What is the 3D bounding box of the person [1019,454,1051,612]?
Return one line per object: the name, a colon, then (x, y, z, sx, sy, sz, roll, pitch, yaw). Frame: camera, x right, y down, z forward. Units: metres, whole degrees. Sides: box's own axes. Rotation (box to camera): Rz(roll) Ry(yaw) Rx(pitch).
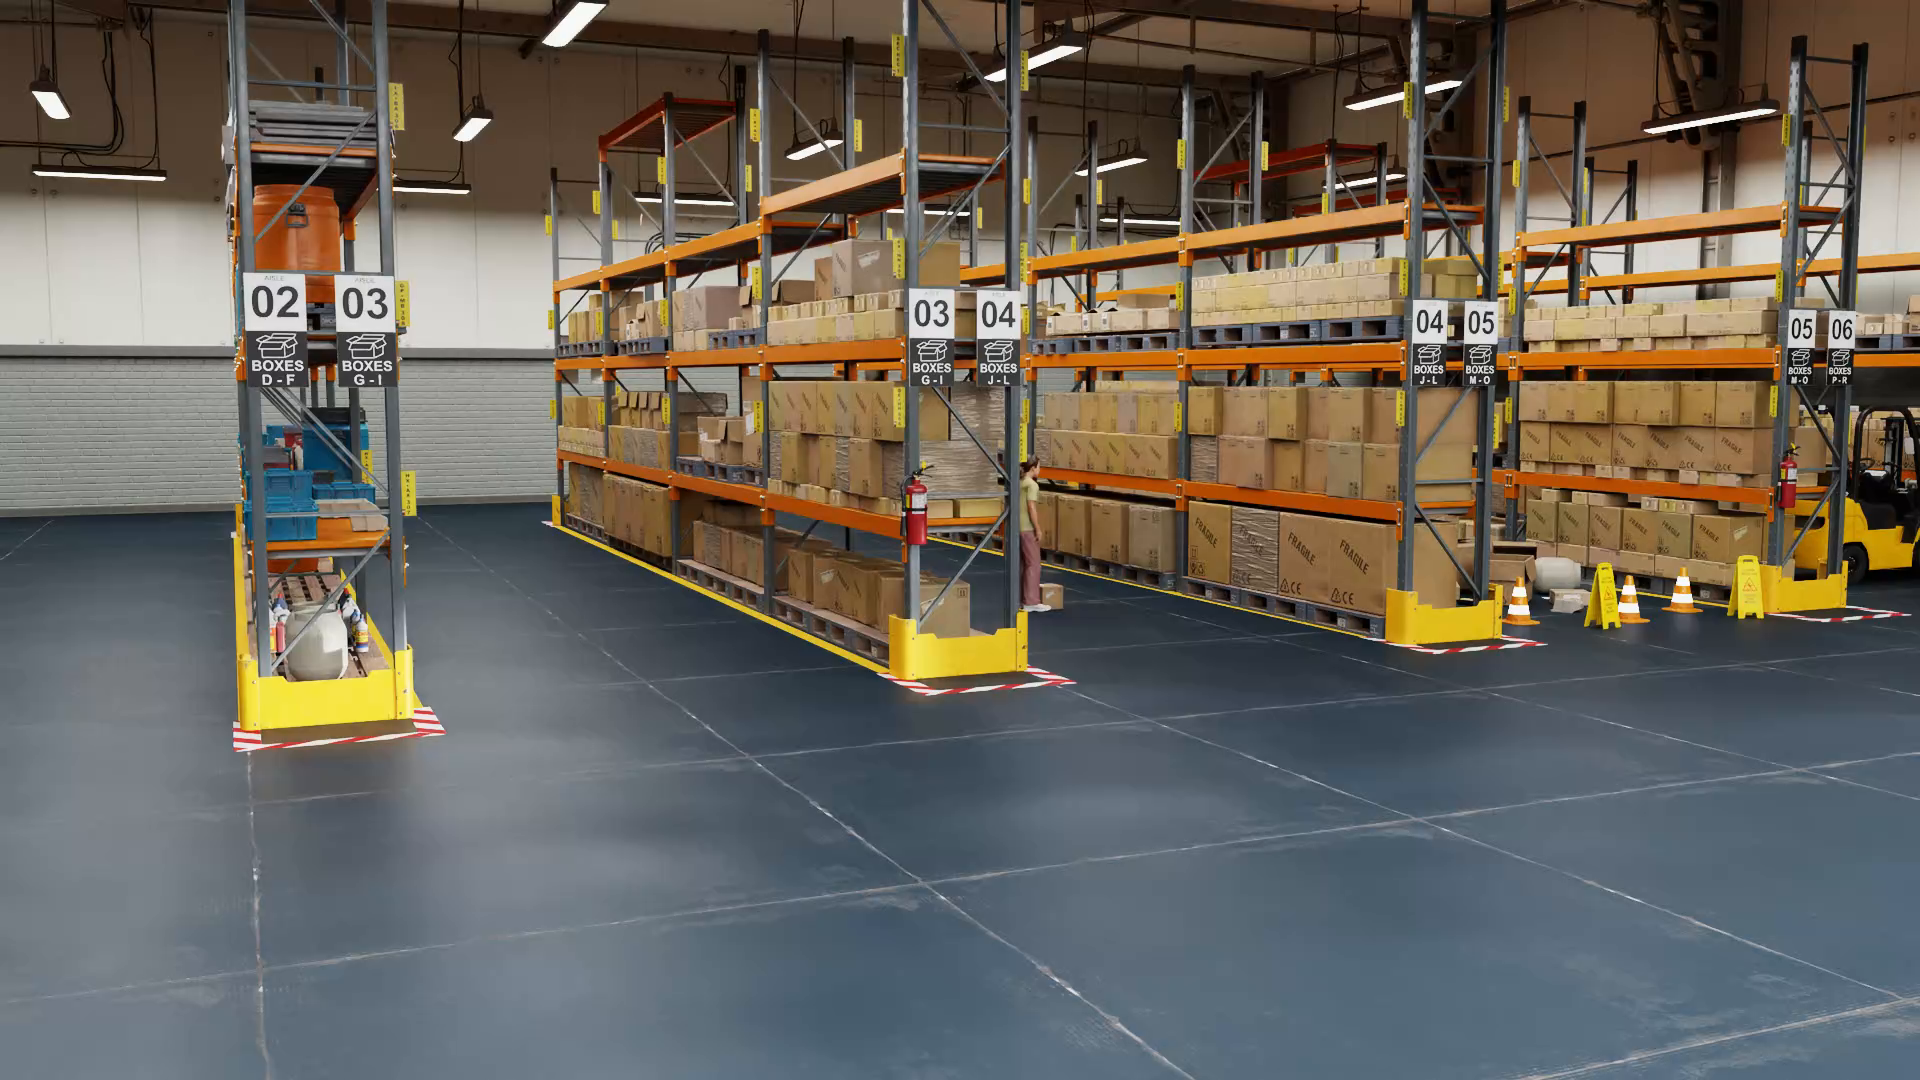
person: (0.727, -0.083, 17.835, 0.360, 1.673, 0.498, -2, 6, -23)
